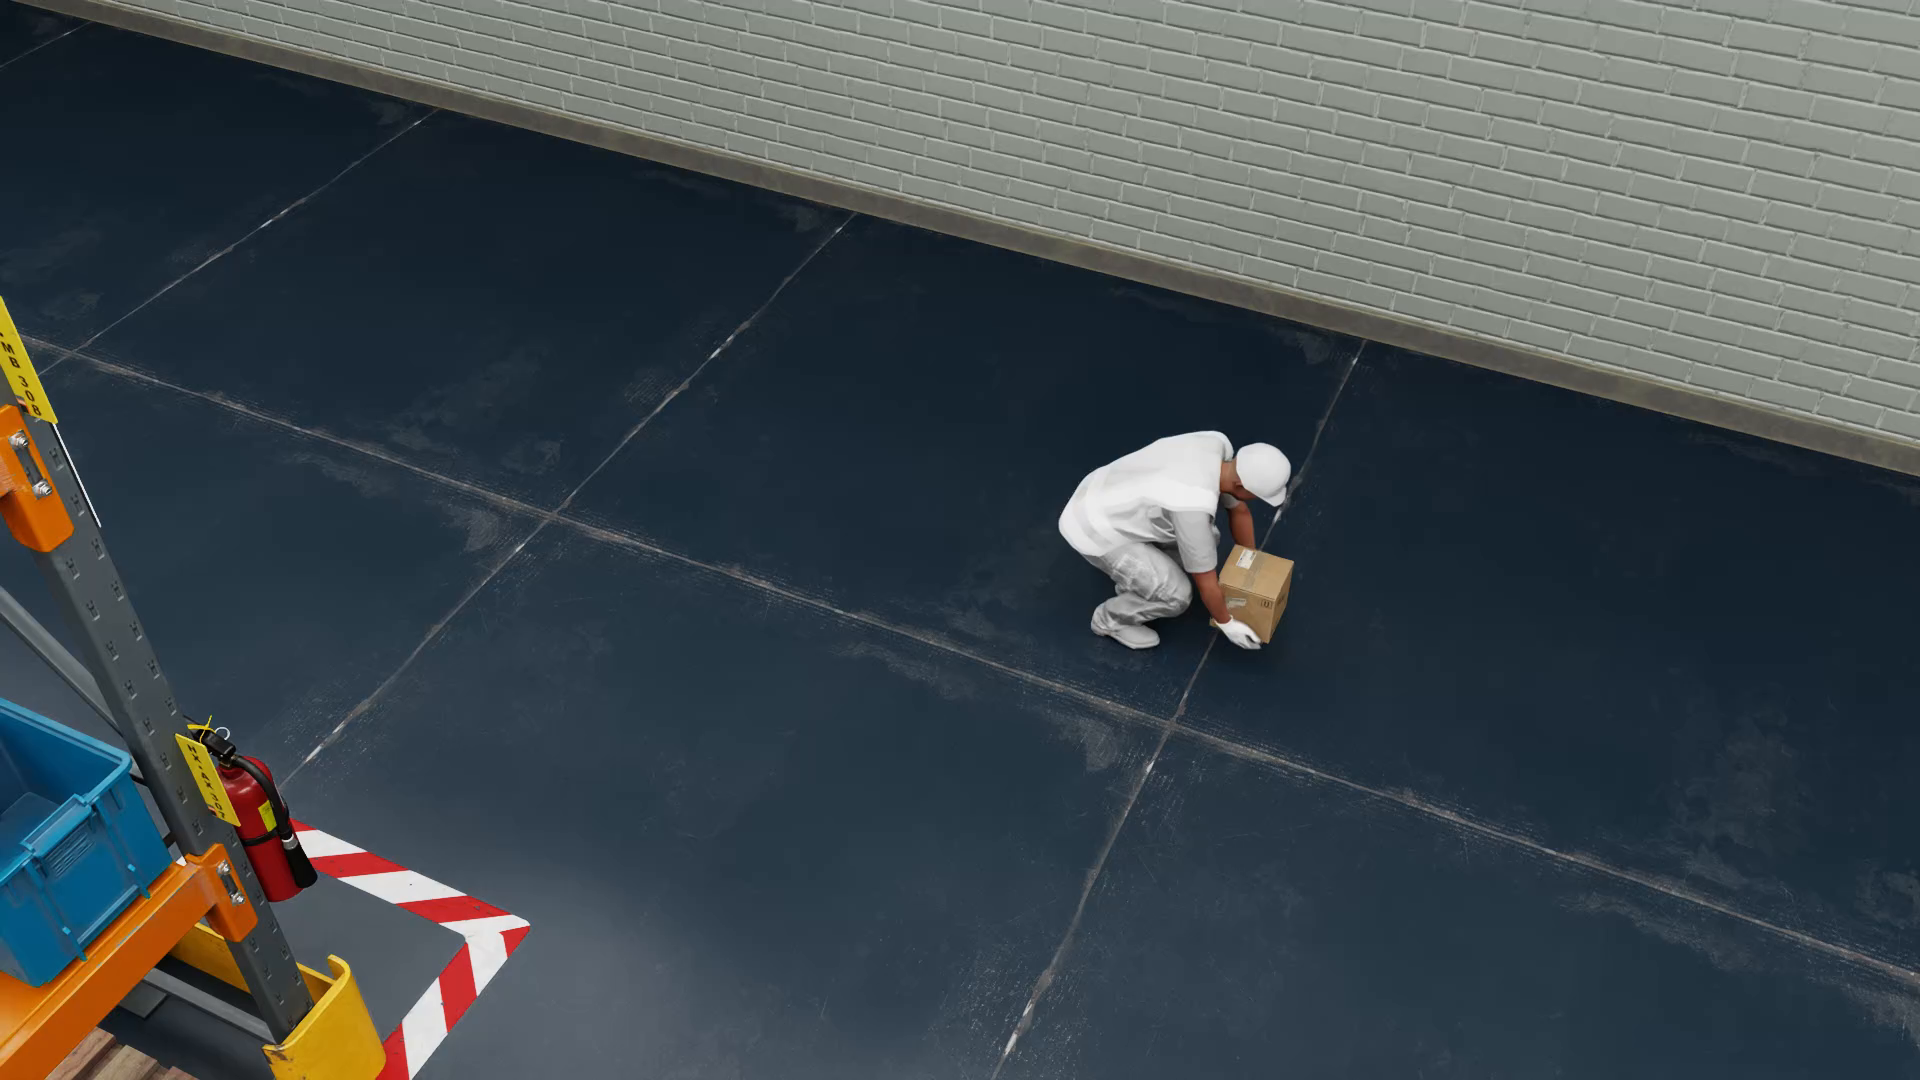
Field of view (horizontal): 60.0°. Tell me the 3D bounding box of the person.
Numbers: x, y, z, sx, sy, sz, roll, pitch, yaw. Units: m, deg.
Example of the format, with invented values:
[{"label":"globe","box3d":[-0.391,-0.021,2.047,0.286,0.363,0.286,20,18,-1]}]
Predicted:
[{"label":"person","box3d":[0.878,-0.038,6.771,0.911,1.014,0.575,17,44,18]}]
